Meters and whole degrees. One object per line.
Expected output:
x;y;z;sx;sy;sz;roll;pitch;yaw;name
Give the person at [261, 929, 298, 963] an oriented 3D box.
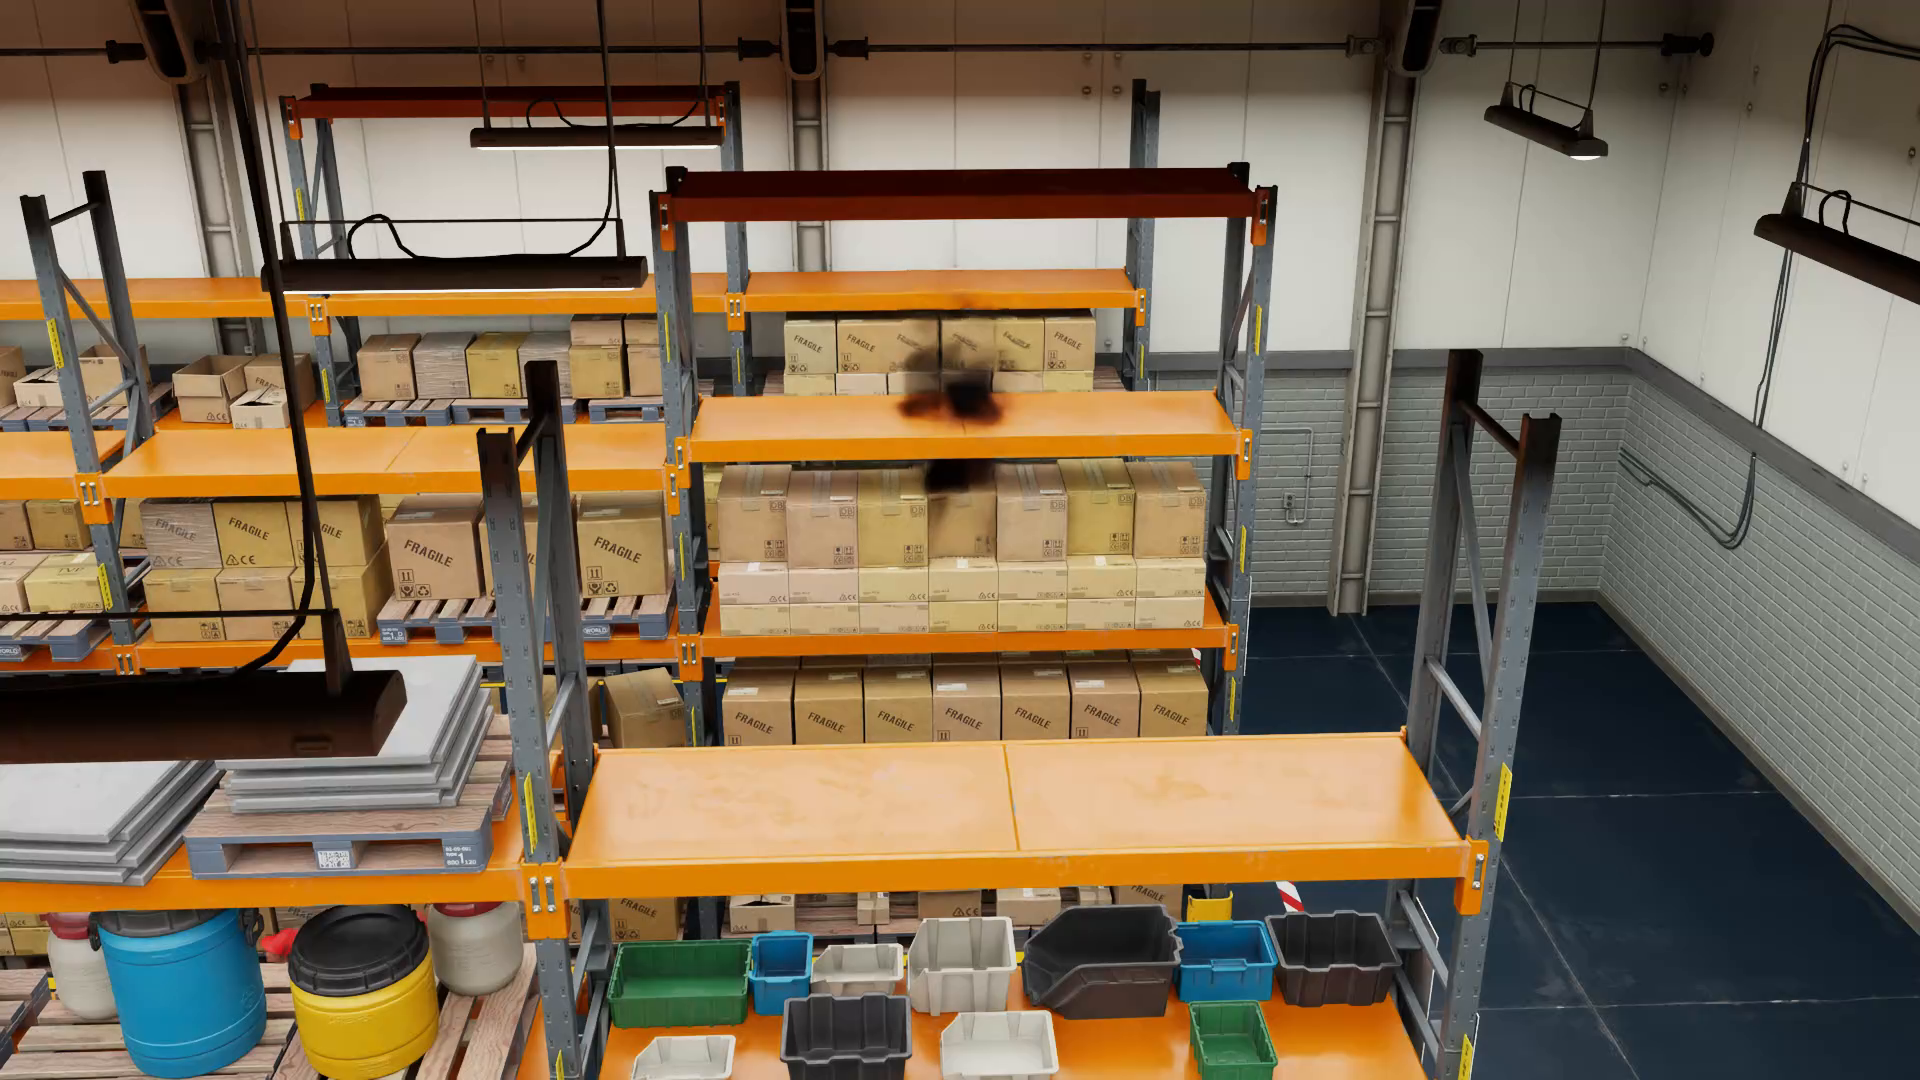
-4.320;3.277;10.760;0.601;1.739;0.649;-5;23;-12;person
